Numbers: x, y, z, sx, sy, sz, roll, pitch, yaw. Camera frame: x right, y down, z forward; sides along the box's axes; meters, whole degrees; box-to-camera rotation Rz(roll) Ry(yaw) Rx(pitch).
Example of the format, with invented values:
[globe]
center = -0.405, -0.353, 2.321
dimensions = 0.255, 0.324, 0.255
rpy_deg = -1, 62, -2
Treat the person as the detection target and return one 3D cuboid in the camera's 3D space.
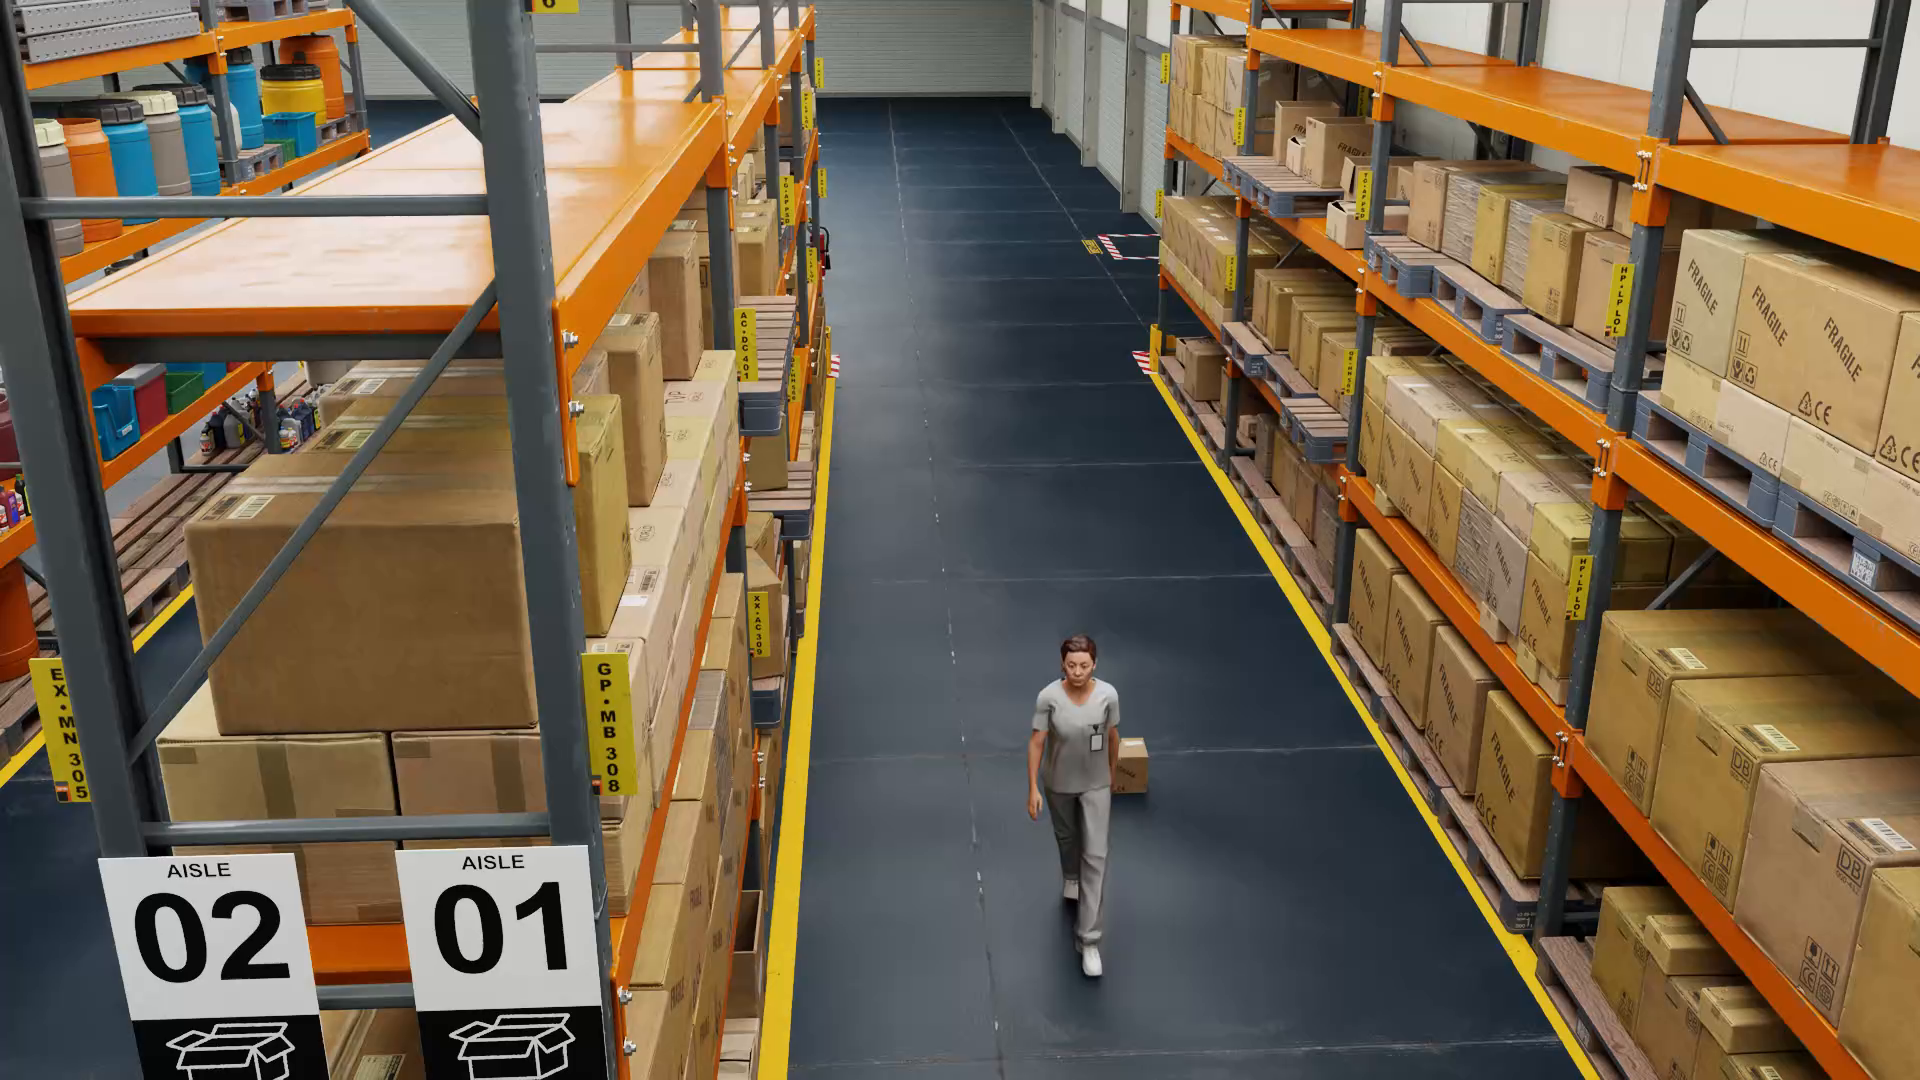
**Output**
[person]
center = 0.574, 1.265, 8.485
dimensions = 0.462, 1.616, 0.987
rpy_deg = 2, 21, 5
